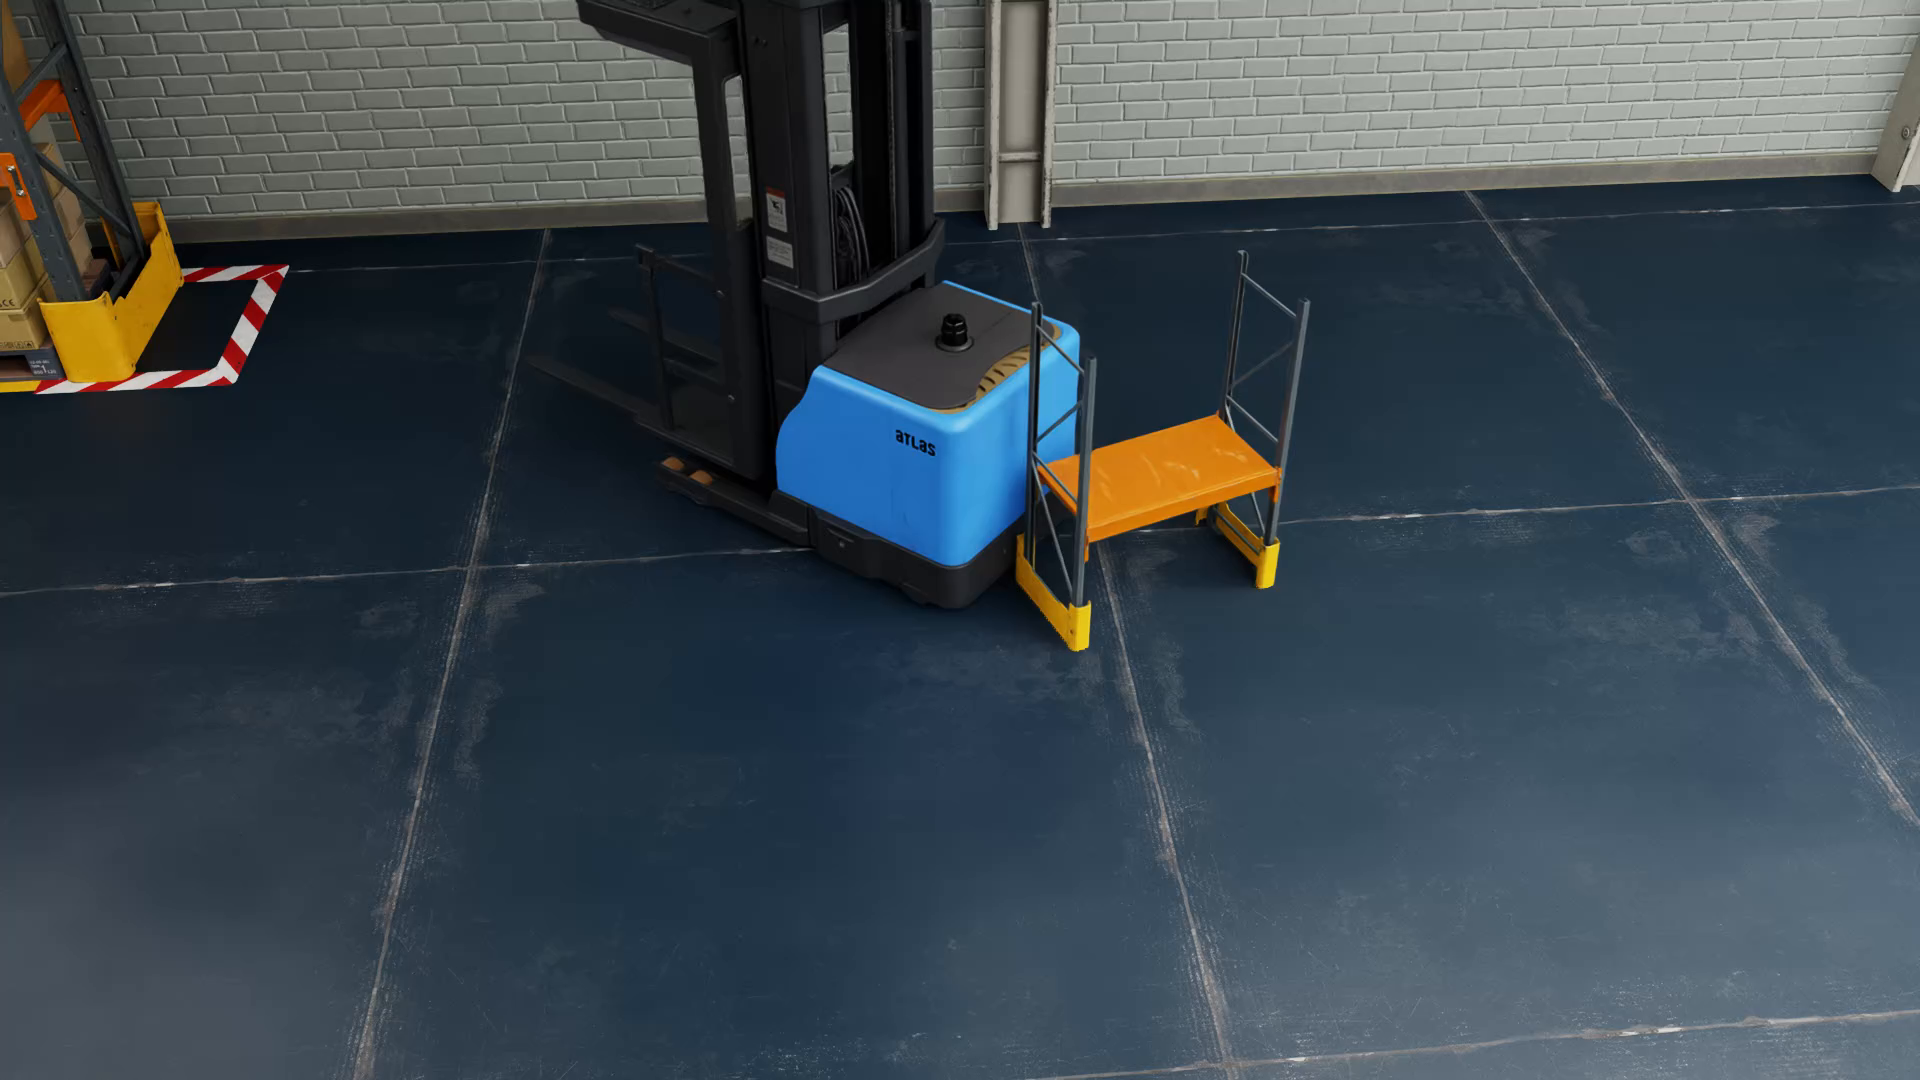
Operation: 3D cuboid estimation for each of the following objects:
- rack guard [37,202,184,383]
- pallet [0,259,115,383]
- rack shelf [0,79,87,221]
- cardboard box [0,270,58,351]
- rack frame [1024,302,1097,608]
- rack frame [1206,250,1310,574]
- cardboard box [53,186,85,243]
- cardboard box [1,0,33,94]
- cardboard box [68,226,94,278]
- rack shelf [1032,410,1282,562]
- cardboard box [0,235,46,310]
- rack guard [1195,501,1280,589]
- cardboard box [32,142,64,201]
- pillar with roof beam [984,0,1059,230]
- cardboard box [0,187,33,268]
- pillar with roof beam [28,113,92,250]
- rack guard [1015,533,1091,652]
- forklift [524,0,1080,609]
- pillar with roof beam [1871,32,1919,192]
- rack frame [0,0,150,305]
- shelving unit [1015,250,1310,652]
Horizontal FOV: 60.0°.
[{"bbox_3d":[-4.814,-1.427,9.477,0.348,0.500,1.175,-3,38,-4],"label":"rack guard"},{"bbox_3d":[-5.596,-1.244,9.479,1.213,0.211,1.003,-3,38,-4],"label":"pallet"},{"bbox_3d":[-6.830,-2.015,8.785,4.000,0.370,1.077,-3,38,-4],"label":"rack shelf"},{"bbox_3d":[-5.278,-1.272,9.143,0.500,0.250,0.500,-3,38,-4],"label":"cardboard box"},{"bbox_3d":[0.418,-0.259,7.189,0.032,1.500,0.500,-17,41,-20],"label":"rack frame"},{"bbox_3d":[1.332,-0.534,7.538,0.032,1.500,0.500,-17,41,-20],"label":"rack frame"},{"bbox_3d":[-5.325,-1.791,9.397,0.500,0.250,0.500,-2,38,-3],"label":"cardboard box"},{"bbox_3d":[-5.356,-2.590,8.852,0.500,0.500,0.500,-2,38,-3],"label":"cardboard box"},{"bbox_3d":[-5.345,-1.586,9.541,0.500,0.250,0.500,-3,38,-4],"label":"cardboard box"},{"bbox_3d":[0.875,-0.255,7.475,1.000,0.185,0.538,-17,41,-20],"label":"rack shelf"},{"bbox_3d":[-5.295,-1.469,8.989,0.500,0.250,0.500,-4,38,-5],"label":"cardboard box"},{"bbox_3d":[1.314,-0.038,7.919,0.087,0.250,0.587,-17,41,-20],"label":"rack guard"},{"bbox_3d":[-5.334,-1.975,9.227,0.500,0.250,0.500,-4,38,-5],"label":"cardboard box"},{"bbox_3d":[0.746,-2.953,4.550,0.400,9.000,9.100,-3,38,-4],"label":"pillar with roof beam"},{"bbox_3d":[-5.269,-1.667,8.837,0.500,0.250,0.500,-2,38,-2],"label":"cardboard box"},{"bbox_3d":[-5.230,-2.624,4.132,0.400,9.000,9.100,-3,38,-4],"label":"pillar with roof beam"},{"bbox_3d":[0.419,0.232,7.577,0.087,0.250,0.587,-17,41,-20],"label":"rack guard"},{"bbox_3d":[-0.929,-1.568,7.693,3.031,2.935,1.130,24,44,27],"label":"forklift"},{"bbox_3d":[6.723,-3.282,4.967,0.400,9.000,9.100,-3,38,-4],"label":"pillar with roof beam"},{"bbox_3d":[-4.838,-2.407,8.701,0.127,3.000,1.000,-3,38,-4],"label":"rack frame"},{"bbox_3d":[0.867,-0.394,7.361,1.083,1.500,0.587,-17,41,-20],"label":"shelving unit"}]
